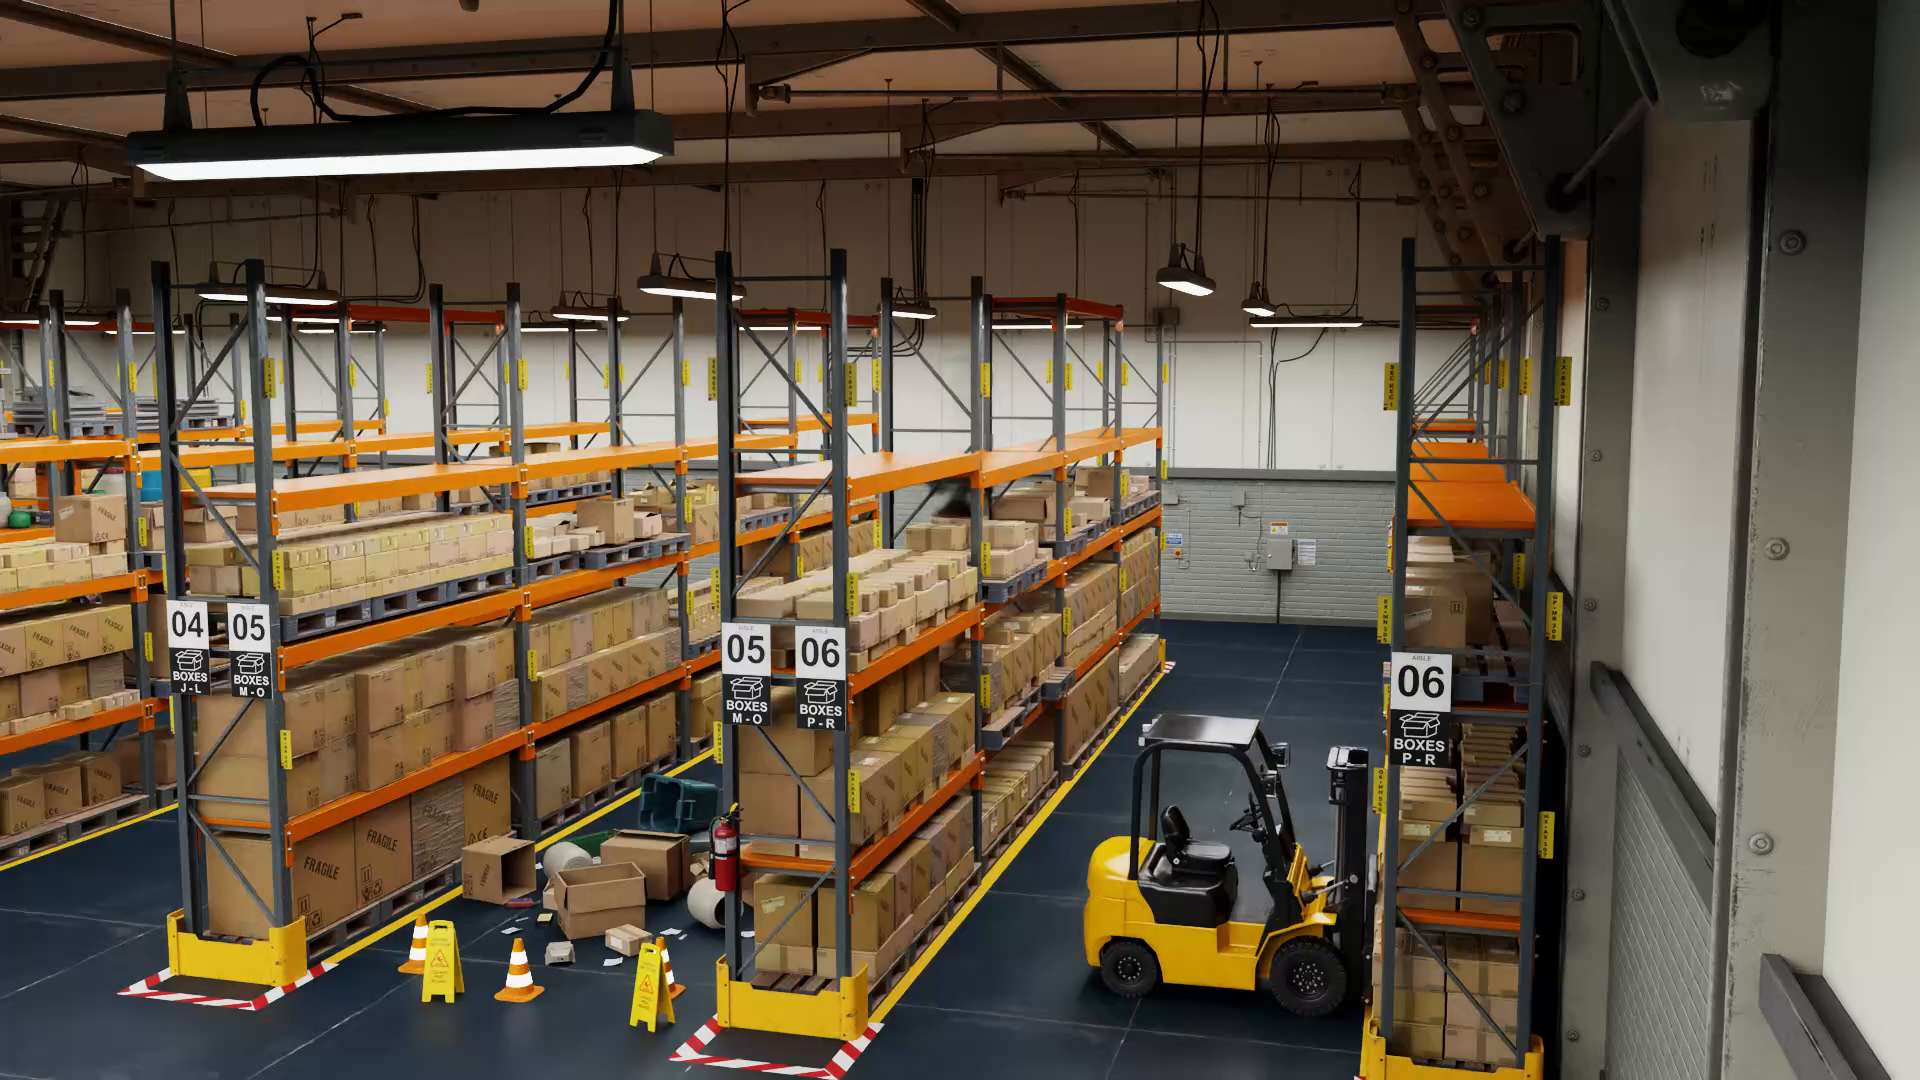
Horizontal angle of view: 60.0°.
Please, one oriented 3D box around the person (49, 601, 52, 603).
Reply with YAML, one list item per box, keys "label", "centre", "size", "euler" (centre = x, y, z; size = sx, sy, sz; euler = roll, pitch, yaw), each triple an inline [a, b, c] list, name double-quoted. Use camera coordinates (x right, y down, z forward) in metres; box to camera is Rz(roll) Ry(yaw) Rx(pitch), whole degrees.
- label: "person"
  centre: [-14.998, 1.468, 27.091]
  size: [0.561, 1.677, 0.592]
  euler: [1, 6, 12]
